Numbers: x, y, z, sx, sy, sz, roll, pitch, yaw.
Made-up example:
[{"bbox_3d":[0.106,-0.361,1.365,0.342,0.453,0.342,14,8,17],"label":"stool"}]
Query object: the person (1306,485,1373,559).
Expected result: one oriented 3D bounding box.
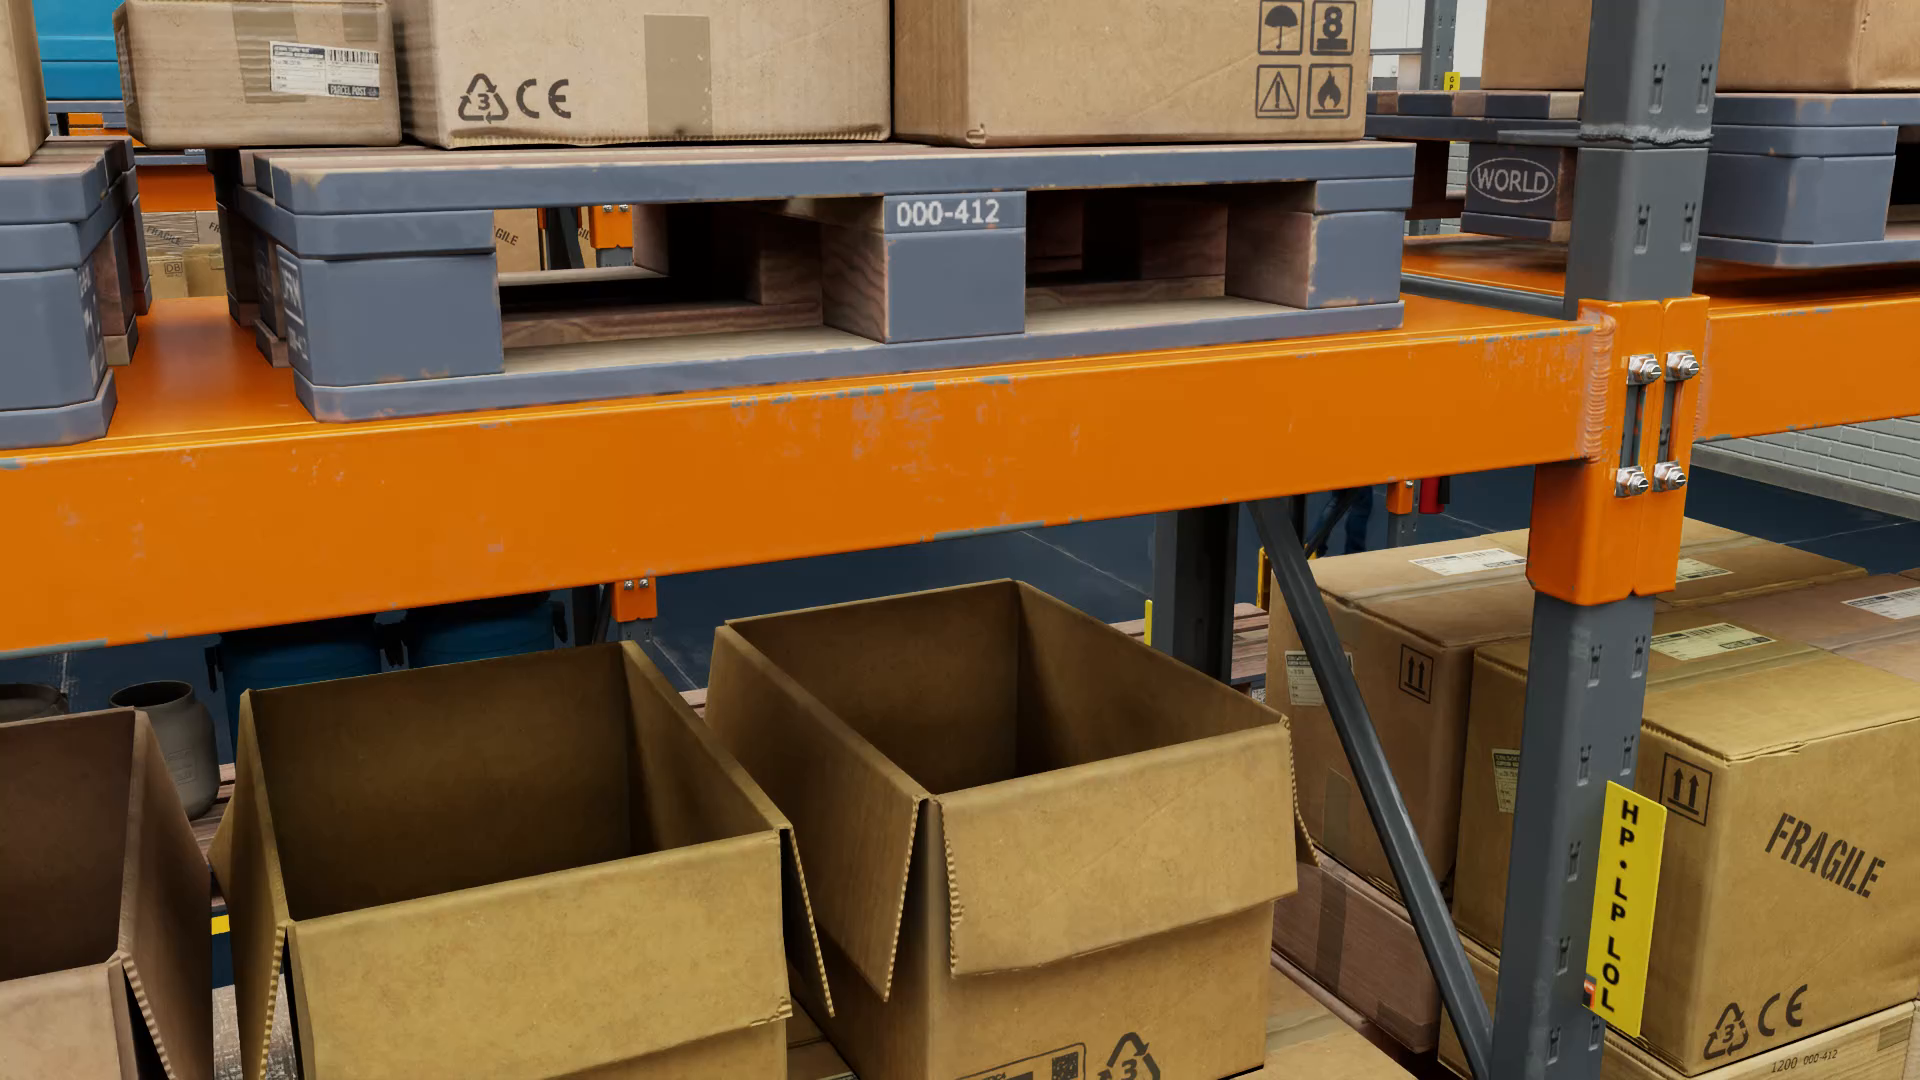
[{"bbox_3d":[2.482,-0.521,10.409,0.550,1.599,0.446,-2,16,-9],"label":"person"}]
